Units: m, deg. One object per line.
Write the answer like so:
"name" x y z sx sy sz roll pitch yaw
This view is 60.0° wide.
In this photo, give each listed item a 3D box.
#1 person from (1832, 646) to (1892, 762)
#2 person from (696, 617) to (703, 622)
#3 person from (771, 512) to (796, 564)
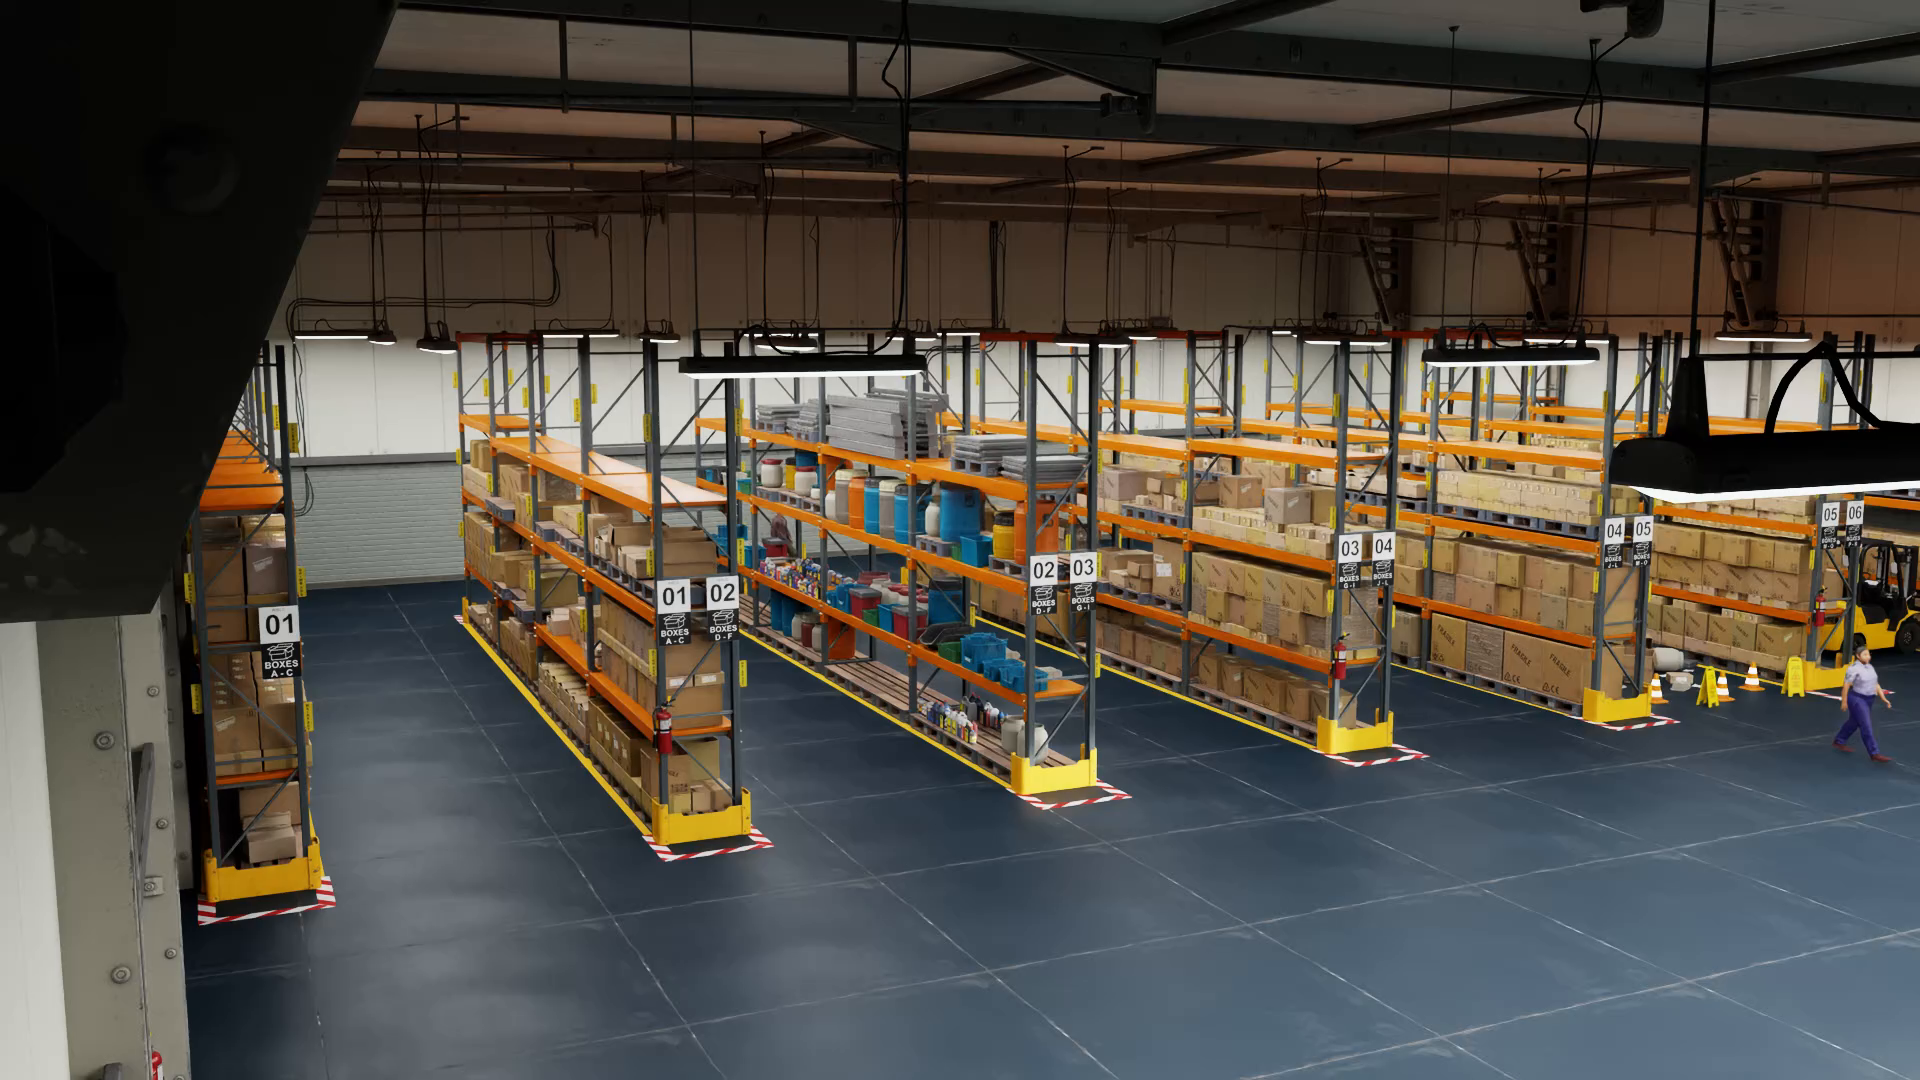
"person" 12.978 2.320 23.806 0.505 1.593 0.992 -4 9 -29
"person" -5.170 1.094 32.589 0.546 1.673 1.012 1 8 5
"person" -4.374 0.038 40.944 1.117 1.571 0.539 1 8 6
